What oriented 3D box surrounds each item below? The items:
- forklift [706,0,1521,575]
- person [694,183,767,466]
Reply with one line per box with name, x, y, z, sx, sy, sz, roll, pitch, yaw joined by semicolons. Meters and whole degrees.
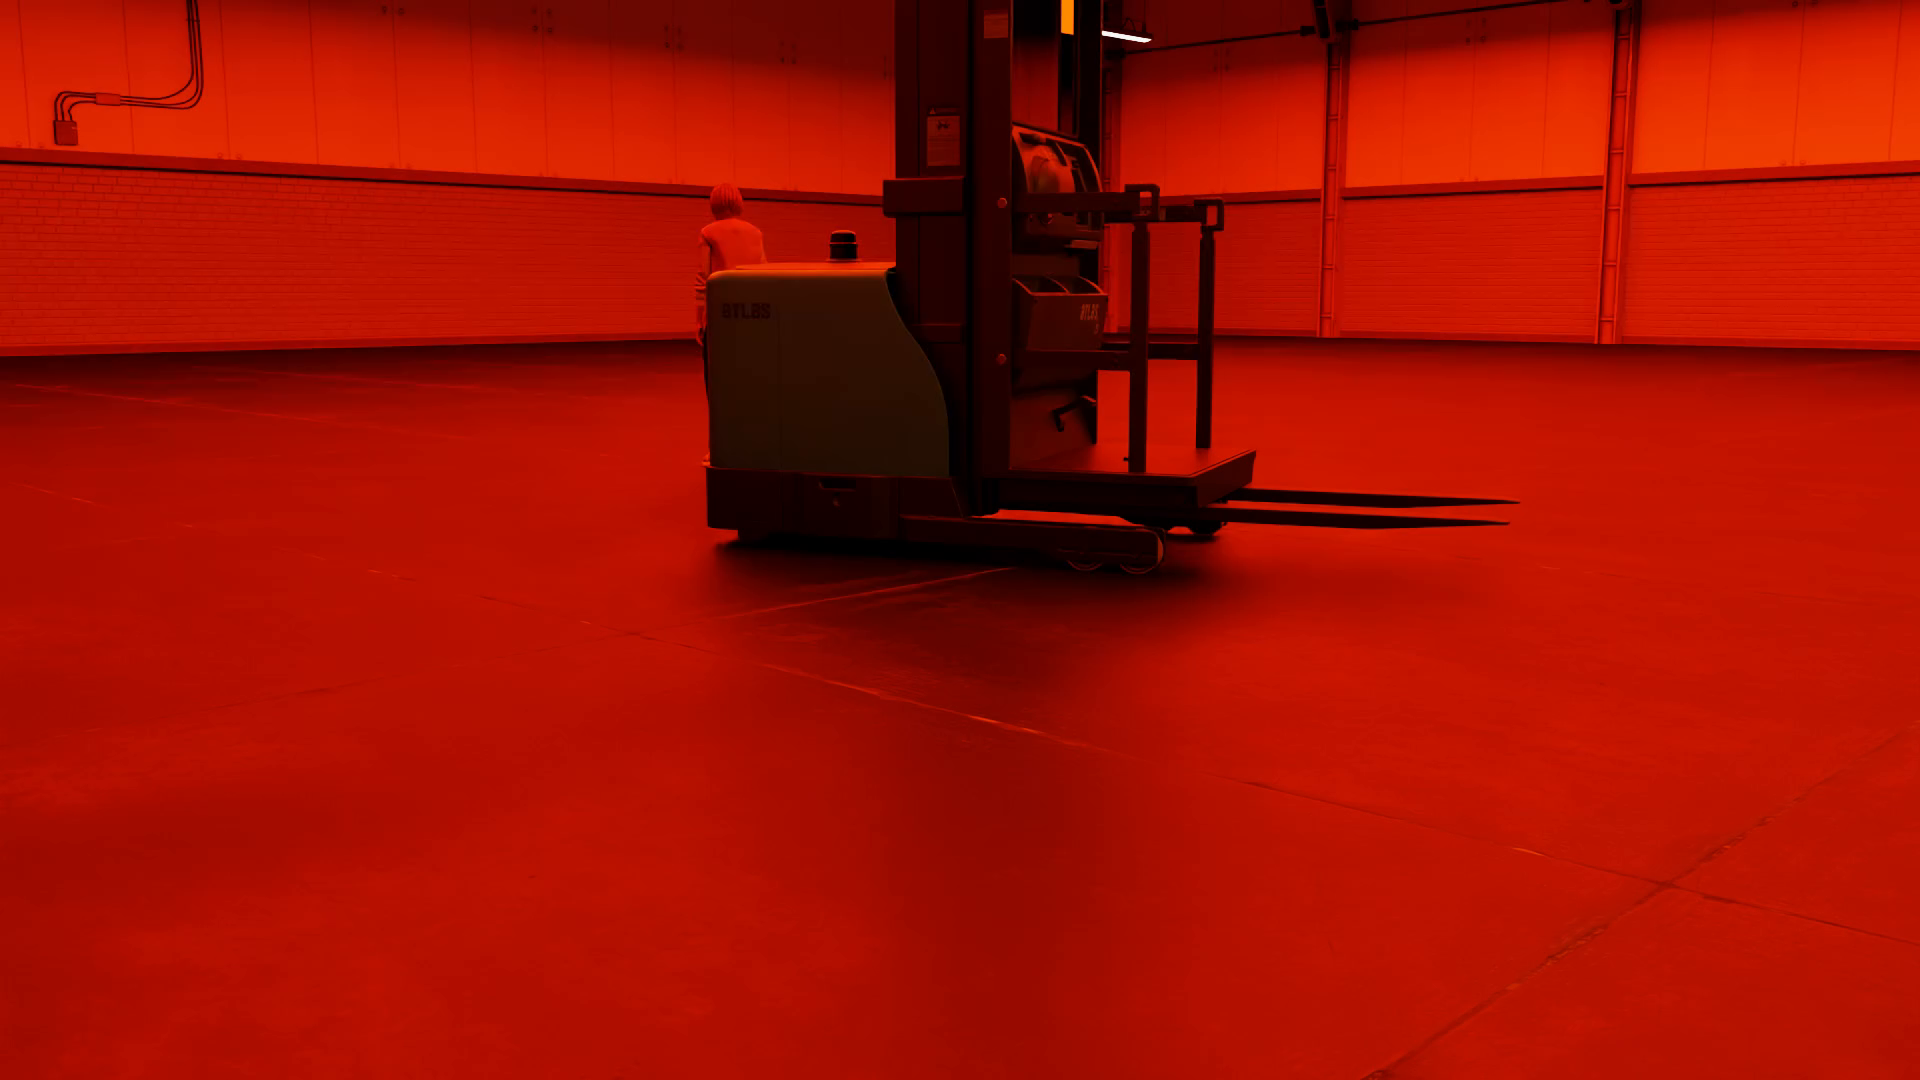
forklift;0.565;-1.416;6.275;3.031;2.935;1.130;3;9;22
person;-1.280;-1.204;9.379;0.459;1.591;0.345;-4;9;-24
